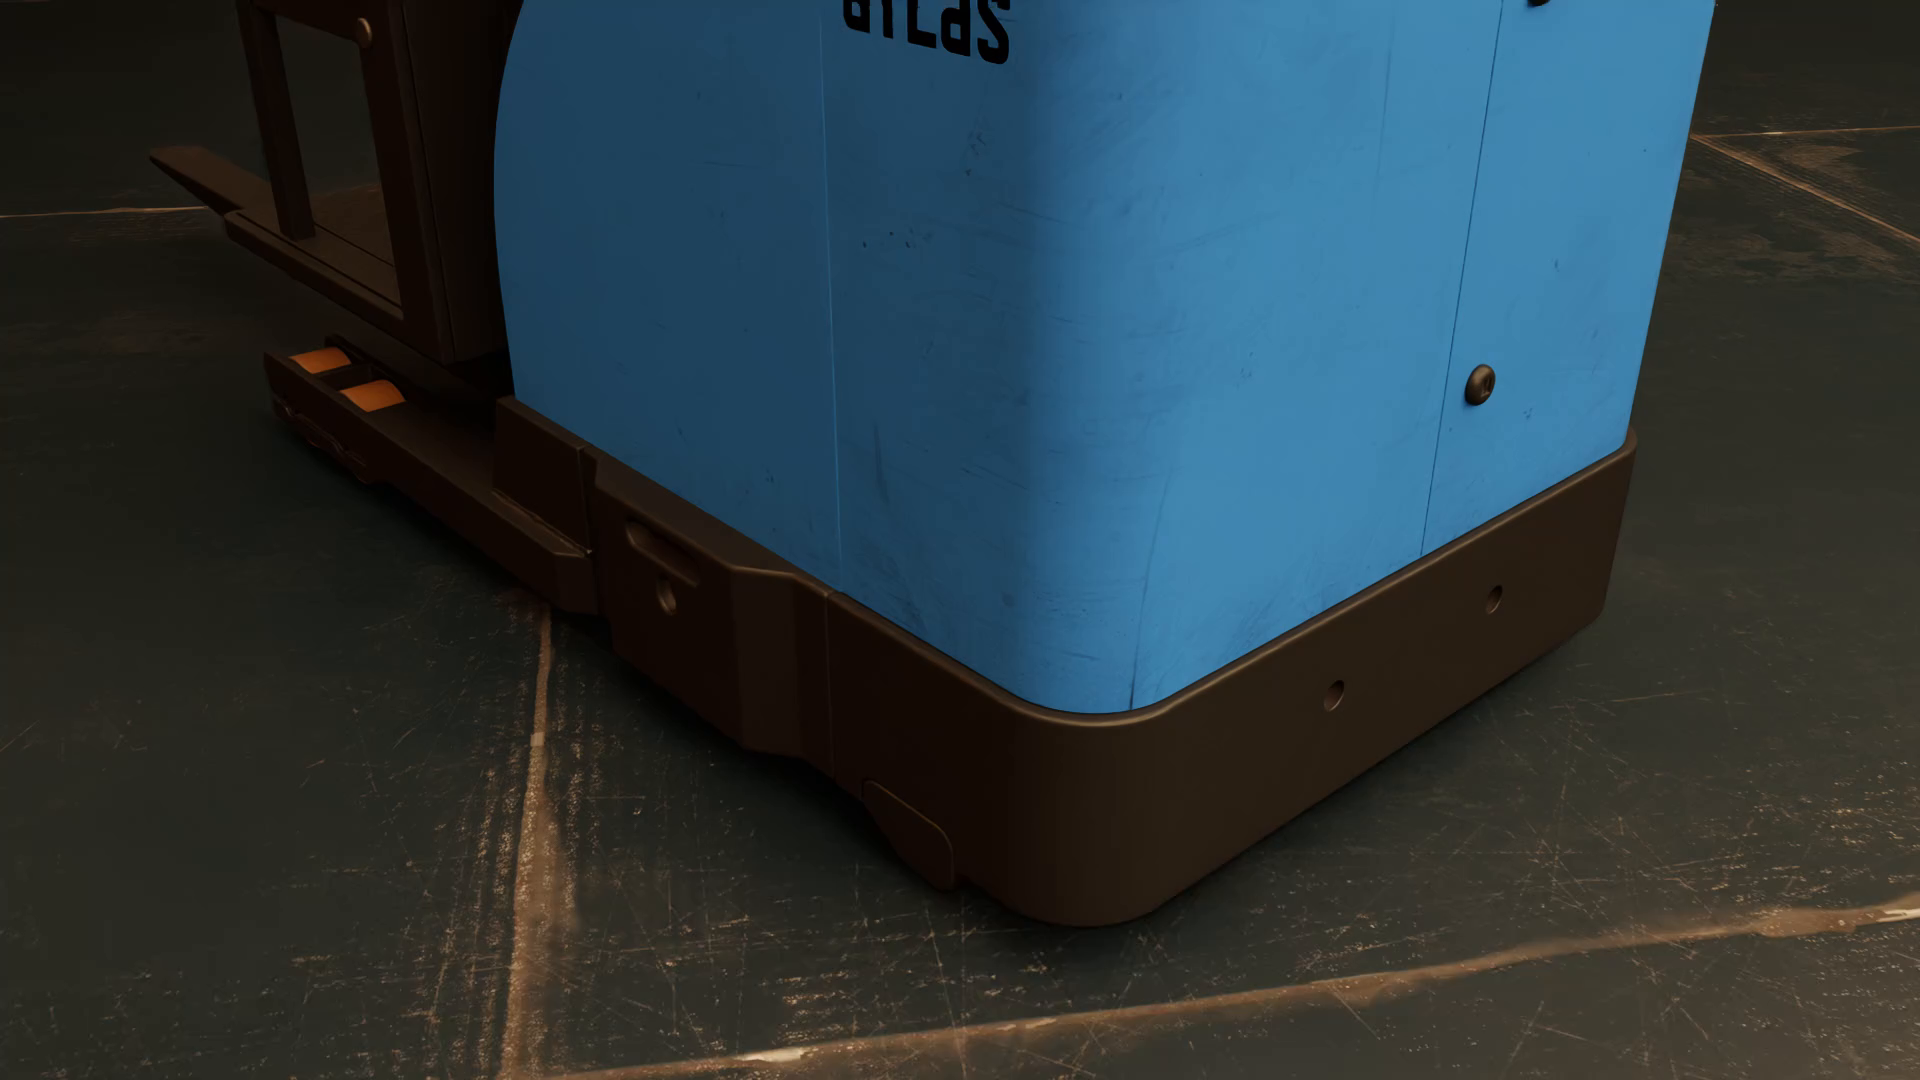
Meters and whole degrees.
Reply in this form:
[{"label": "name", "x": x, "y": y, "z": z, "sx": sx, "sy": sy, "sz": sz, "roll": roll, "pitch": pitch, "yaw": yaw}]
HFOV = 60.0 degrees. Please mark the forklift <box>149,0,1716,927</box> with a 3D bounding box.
[{"label": "forklift", "x": -0.506, "y": -1.523, "z": 2.243, "sx": 1.130, "sy": 2.935, "sz": 3.031, "roll": -23, "pitch": 35, "yaw": -36}]
